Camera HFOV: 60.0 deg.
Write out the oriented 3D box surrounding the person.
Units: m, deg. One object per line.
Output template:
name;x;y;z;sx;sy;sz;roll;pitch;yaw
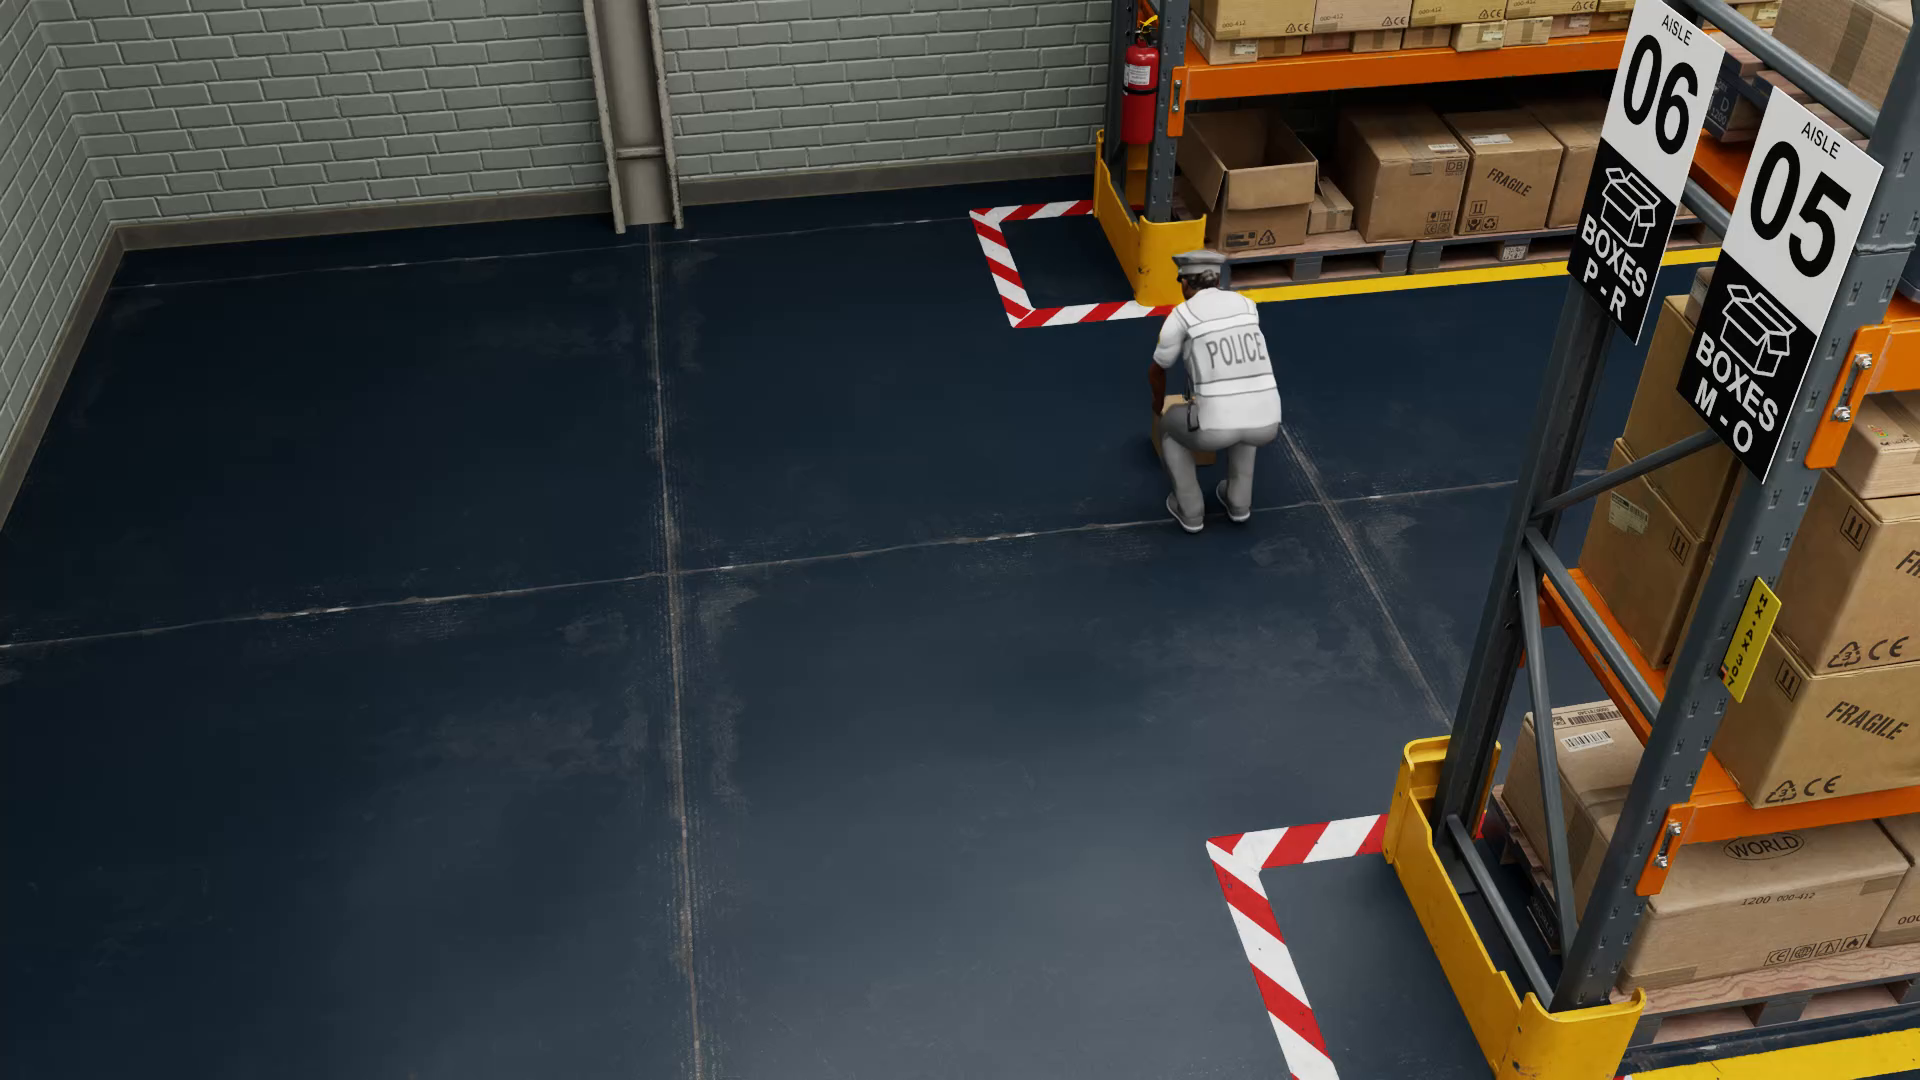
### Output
person;1.097;-0.635;7.324;0.496;1.190;0.803;-6;39;-8
